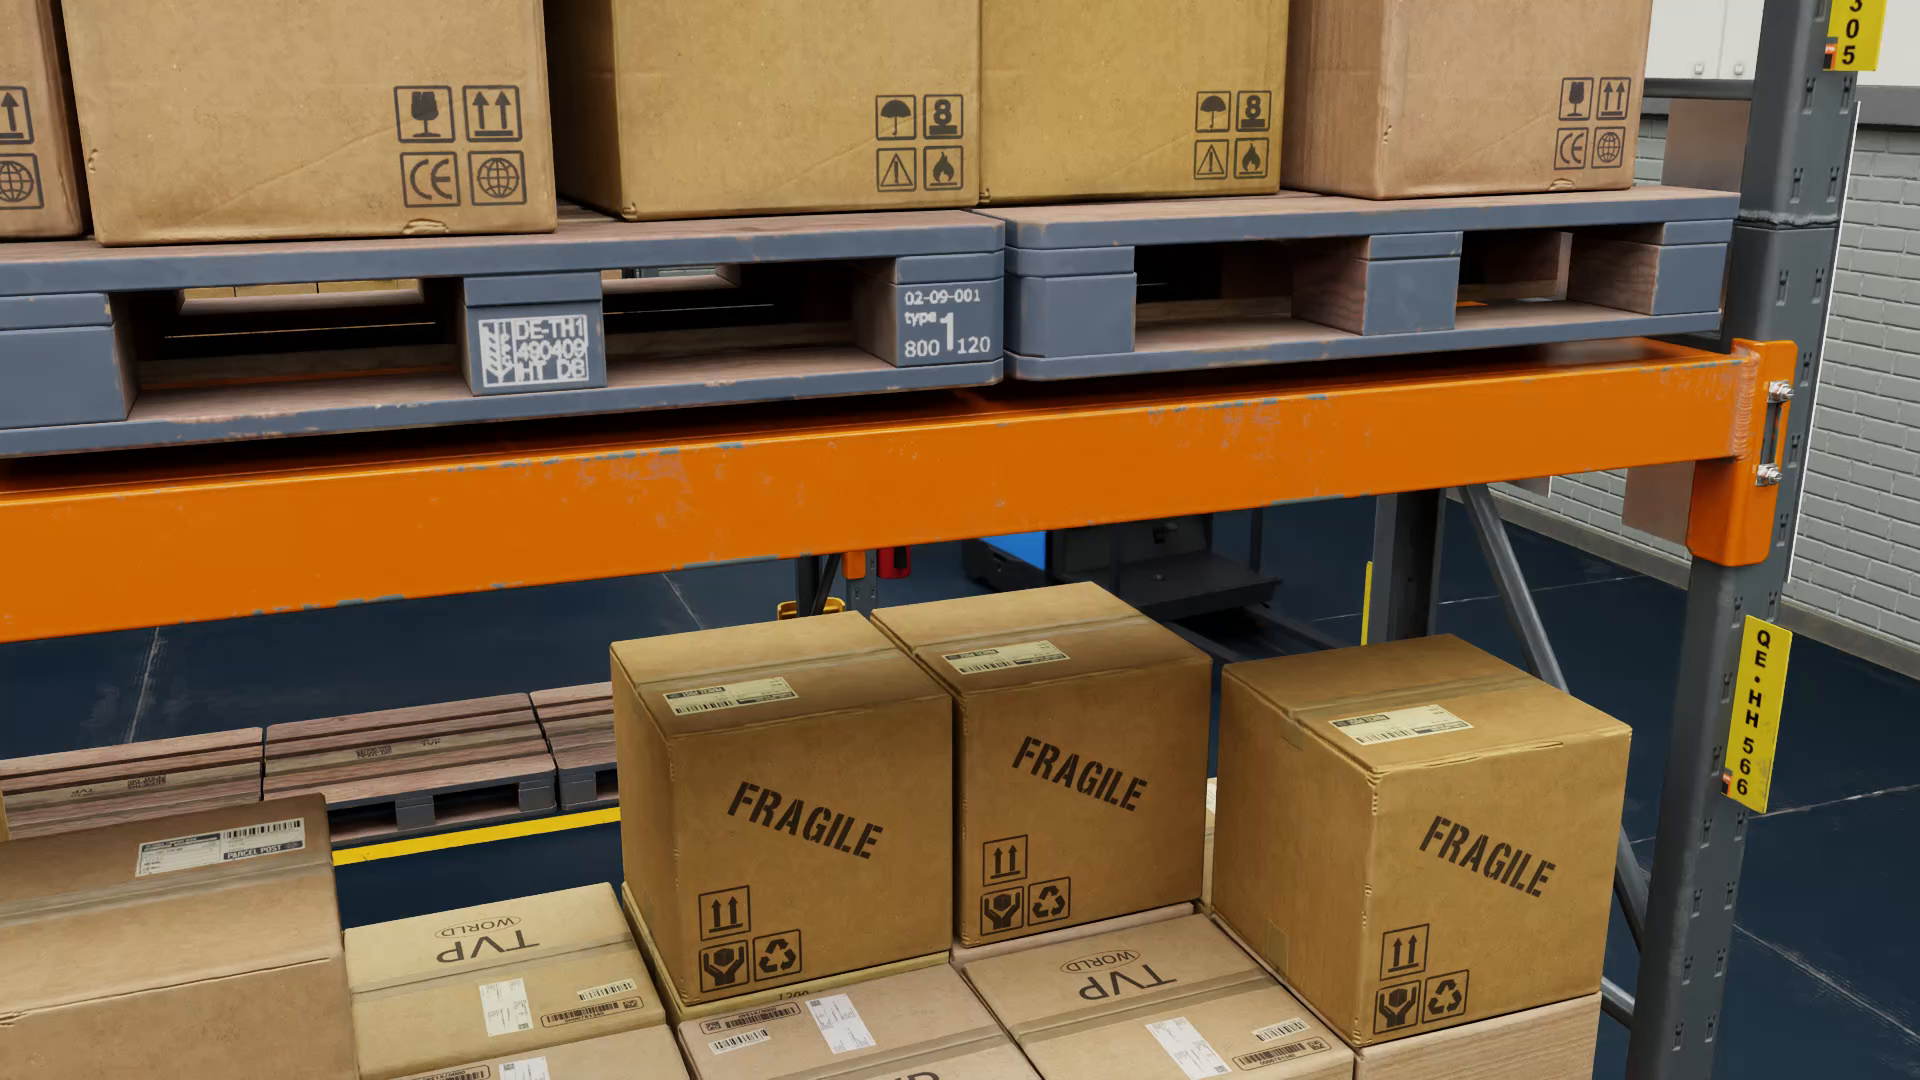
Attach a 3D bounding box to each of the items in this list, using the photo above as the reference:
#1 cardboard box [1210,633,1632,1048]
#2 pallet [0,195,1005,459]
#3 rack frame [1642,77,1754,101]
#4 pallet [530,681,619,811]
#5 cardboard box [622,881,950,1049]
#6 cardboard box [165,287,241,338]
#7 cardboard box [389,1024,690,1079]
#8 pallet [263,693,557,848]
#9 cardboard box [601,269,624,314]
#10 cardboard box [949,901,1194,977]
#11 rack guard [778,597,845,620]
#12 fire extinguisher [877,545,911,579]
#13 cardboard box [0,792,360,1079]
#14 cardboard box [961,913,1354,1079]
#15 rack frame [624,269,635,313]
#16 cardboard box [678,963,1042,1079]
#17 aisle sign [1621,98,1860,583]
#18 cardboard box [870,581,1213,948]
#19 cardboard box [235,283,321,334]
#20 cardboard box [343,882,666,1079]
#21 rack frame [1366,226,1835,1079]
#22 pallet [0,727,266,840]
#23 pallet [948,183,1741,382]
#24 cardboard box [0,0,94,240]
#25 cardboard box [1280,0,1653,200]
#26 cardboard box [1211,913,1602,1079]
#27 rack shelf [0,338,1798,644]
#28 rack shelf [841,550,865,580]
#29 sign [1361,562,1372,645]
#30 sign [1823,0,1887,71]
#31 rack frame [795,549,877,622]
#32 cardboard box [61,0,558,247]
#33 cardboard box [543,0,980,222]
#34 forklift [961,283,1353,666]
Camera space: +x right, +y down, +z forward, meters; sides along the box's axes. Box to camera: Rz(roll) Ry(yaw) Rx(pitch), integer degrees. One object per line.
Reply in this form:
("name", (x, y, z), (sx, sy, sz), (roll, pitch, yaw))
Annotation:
("cardboard box", (0.795, 0.506, 2.958), (0.500, 0.500, 0.500), (-6, 17, -19))
("pallet", (-0.674, -0.377, 2.391), (1.213, 0.211, 1.003), (-6, 17, -20))
("rack frame", (1.157, -2.059, 2.639), (0.053, 2.616, 0.949), (-6, 17, -20))
("pallet", (-1.400, 0.926, 8.069), (1.213, 0.211, 1.003), (-6, 17, -20))
("cardboard box", (-0.342, 0.829, 3.190), (0.500, 0.250, 0.500), (-7, 18, -22))
("cardboard box", (-3.982, -1.663, 11.761), (3.026, 0.500, 1.079), (-6, 17, -19))
("cardboard box", (-0.636, 1.022, 2.531), (0.500, 0.250, 0.500), (-6, 17, -20))
("pallet", (-2.538, 1.048, 7.654), (1.213, 0.211, 1.003), (-6, 17, -20))
("cardboard box", (-2.706, -1.719, 11.952), (0.500, 0.500, 0.500), (-6, 17, -18))
("cardboard box", (0.128, 0.779, 3.359), (0.500, 0.250, 0.500), (-6, 18, -21))
("rack guard", (-0.599, 0.709, 8.297), (0.348, 0.500, 1.175), (-6, 17, -20))
("fire extinguisher", (-0.313, -0.164, 7.633), (0.183, 0.674, 0.296), (-6, 17, -20))
("cardboard box", (-1.094, 0.709, 2.268), (0.500, 0.500, 0.500), (-7, 18, -22))
("cardboard box", (0.324, 0.917, 2.889), (0.500, 0.250, 0.500), (-6, 18, -21))
("rack frame", (-2.387, -1.789, 12.367), (0.053, 2.616, 0.949), (-6, 17, -20))
("cardboard box", (-0.151, 0.969, 2.714), (0.500, 0.250, 0.500), (-7, 18, -22))
("aisle sign", (1.330, -0.357, 2.877), (0.004, 0.787, 0.394), (-6, 17, -20))
("cardboard box", (0.144, 0.416, 3.266), (0.500, 0.500, 0.500), (-7, 18, -21))
("cardboard box", (-4.602, -1.515, 11.256), (0.500, 0.500, 0.500), (-6, 17, -20))
("cardboard box", (-0.828, 0.883, 3.006), (0.500, 0.250, 0.500), (-7, 18, -21))
("rack frame", (1.156, 0.819, 3.487), (0.127, 3.000, 1.000), (-6, 17, -20))
("pallet", (-3.679, 1.172, 7.232), (1.213, 0.211, 1.003), (-6, 17, -20))
("pallet", (0.467, -0.501, 2.813), (1.213, 0.211, 1.003), (-6, 17, -20))
("cardboard box", (-1.366, -0.663, 2.107), (0.500, 0.500, 0.700), (-5, 17, -17))
("cardboard box", (0.690, -0.852, 2.751), (0.500, 0.500, 0.700), (-7, 18, -23))
("cardboard box", (0.798, 0.866, 3.062), (0.500, 0.250, 0.500), (-6, 18, -21))
("rack shelf", (-0.712, -0.074, 2.479), (4.000, 0.370, 1.077), (-6, 17, -20))
("rack shelf", (-2.484, 0.062, 7.340), (4.000, 0.370, 1.077), (-6, 17, -20))
("sign", (0.963, 0.219, 3.853), (0.005, 0.325, 0.100), (-6, 17, -20))
("sign", (1.337, -0.863, 2.460), (0.005, 0.325, 0.100), (-6, 17, -20))
("rack frame", (-0.616, -0.485, 7.925), (0.127, 3.000, 1.000), (-6, 17, -20))
("cardboard box", (-0.827, -0.678, 2.159), (0.500, 0.500, 0.700), (-5, 17, -18))
("cardboard box", (-0.345, -0.762, 2.445), (0.500, 0.500, 0.700), (-7, 18, -24))
("forklift", (1.163, -0.886, 9.414), (1.130, 2.935, 3.031), (-9, 19, -28))
